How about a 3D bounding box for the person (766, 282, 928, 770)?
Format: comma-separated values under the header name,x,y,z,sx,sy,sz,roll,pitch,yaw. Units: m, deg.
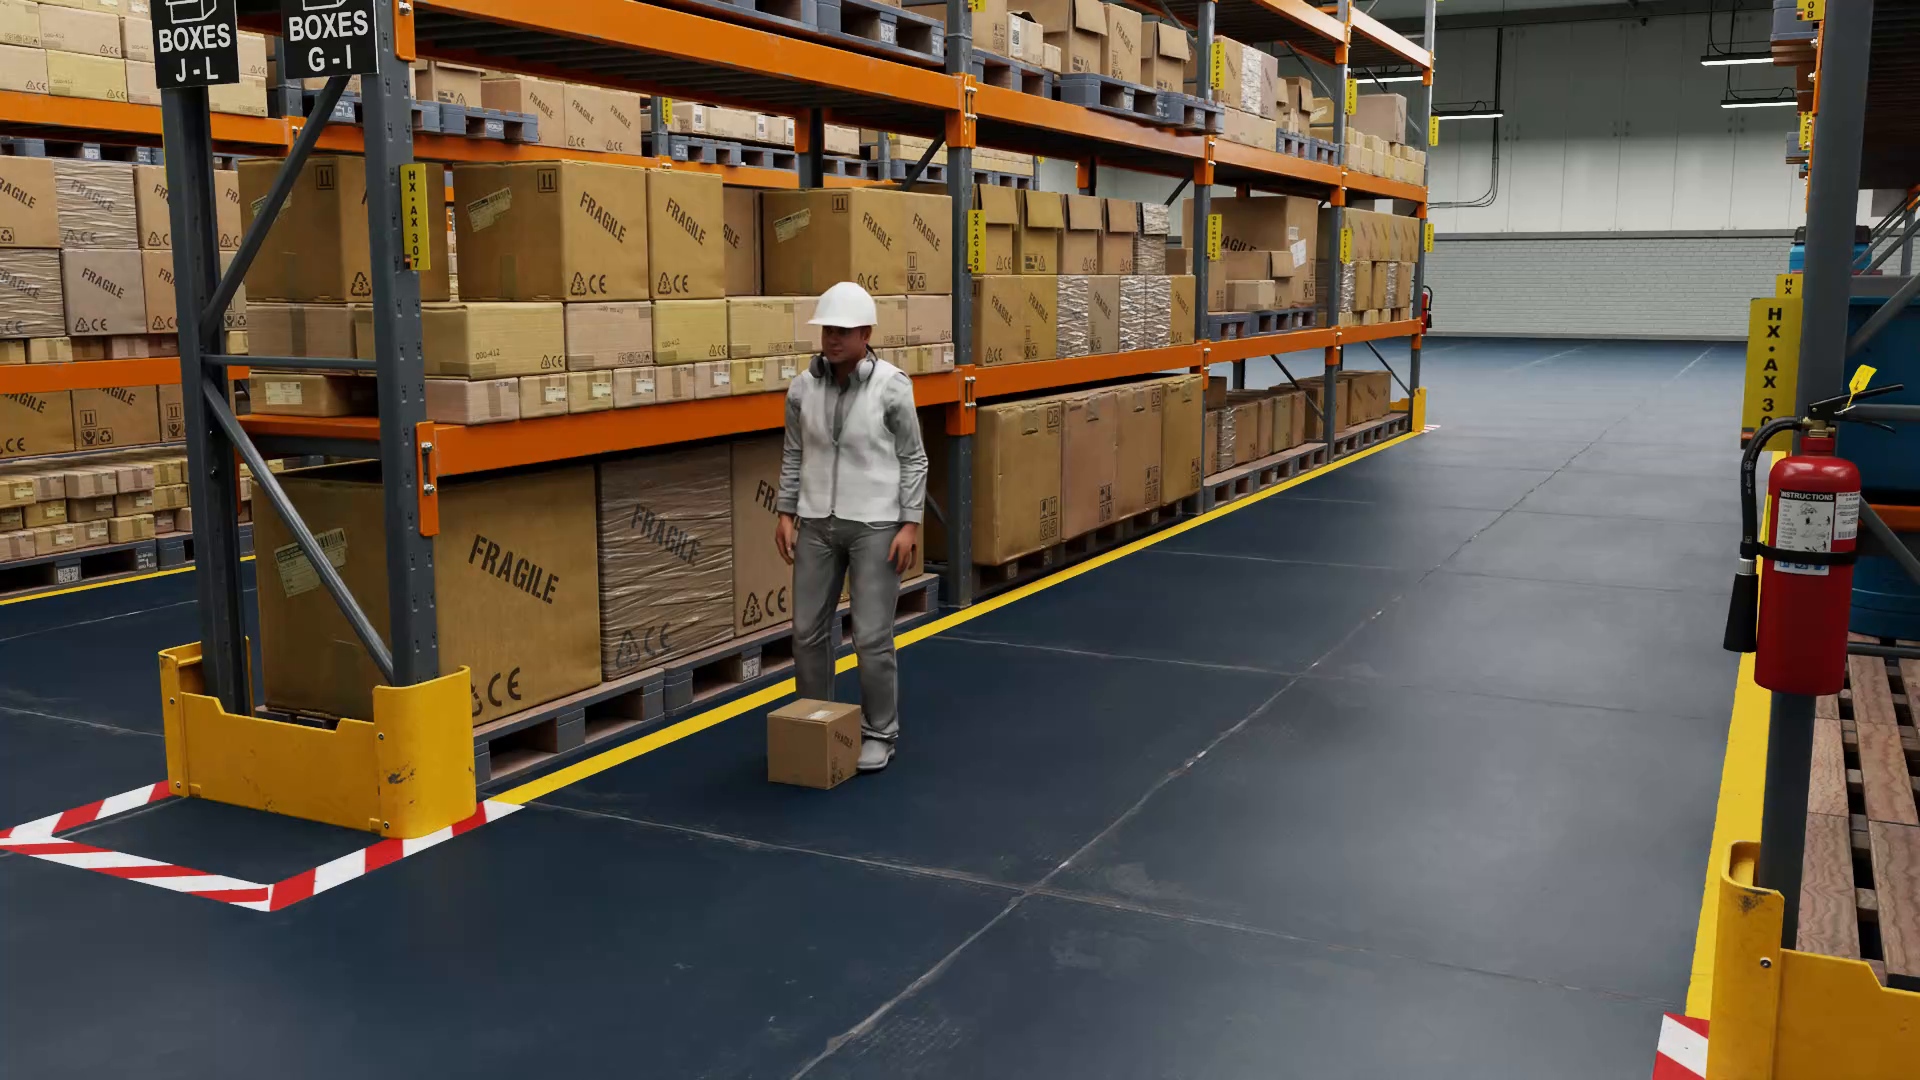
name,x,y,z,sx,sy,sz,roll,pitch,yaw
person,-0.409,-0.053,6.121,0.587,1.770,0.464,4,10,23
